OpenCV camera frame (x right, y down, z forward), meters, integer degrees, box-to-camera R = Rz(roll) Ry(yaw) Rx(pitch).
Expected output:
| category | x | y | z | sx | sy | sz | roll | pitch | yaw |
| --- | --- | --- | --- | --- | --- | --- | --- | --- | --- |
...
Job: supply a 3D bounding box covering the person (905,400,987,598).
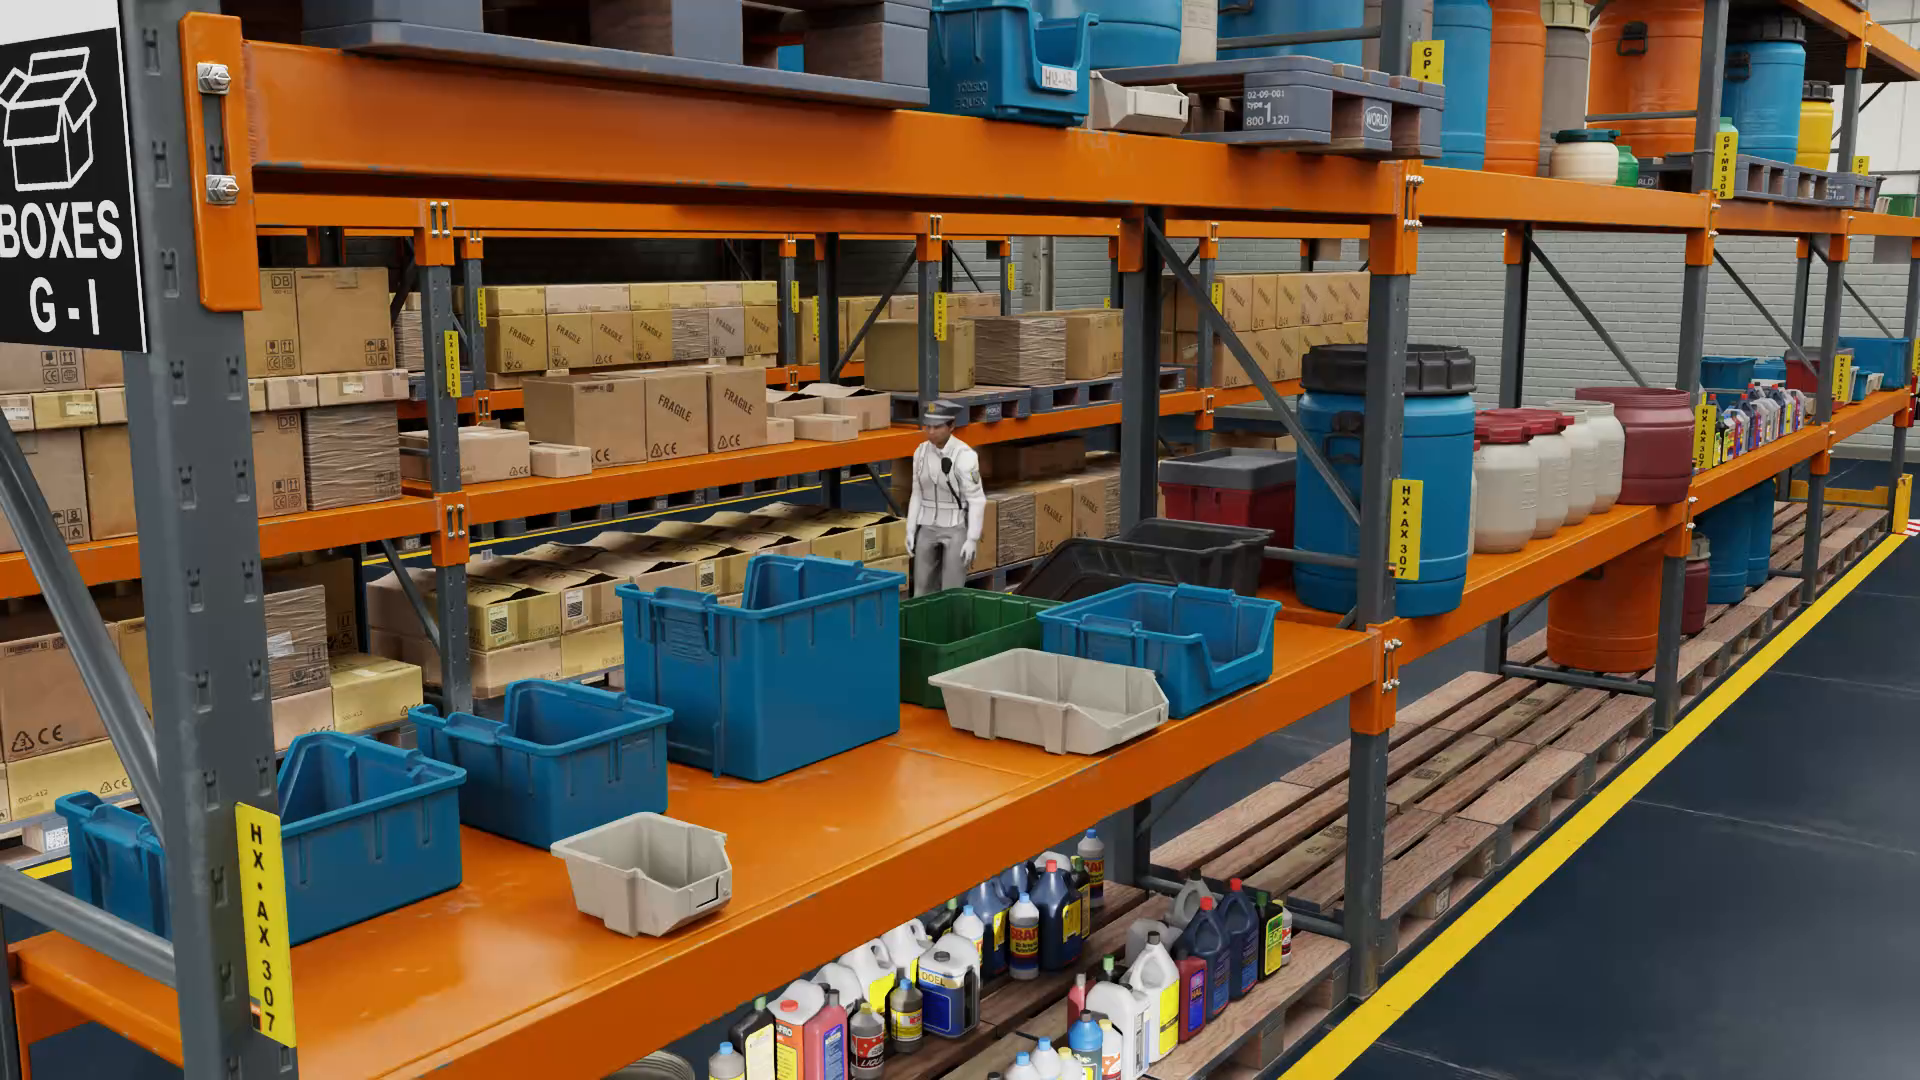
| category | x | y | z | sx | sy | sz | roll | pitch | yaw |
| --- | --- | --- | --- | --- | --- | --- | --- | --- | --- |
| person | -0.109 | -0.011 | 9.953 | 0.522 | 1.663 | 0.413 | 7 | 12 | 34 |
